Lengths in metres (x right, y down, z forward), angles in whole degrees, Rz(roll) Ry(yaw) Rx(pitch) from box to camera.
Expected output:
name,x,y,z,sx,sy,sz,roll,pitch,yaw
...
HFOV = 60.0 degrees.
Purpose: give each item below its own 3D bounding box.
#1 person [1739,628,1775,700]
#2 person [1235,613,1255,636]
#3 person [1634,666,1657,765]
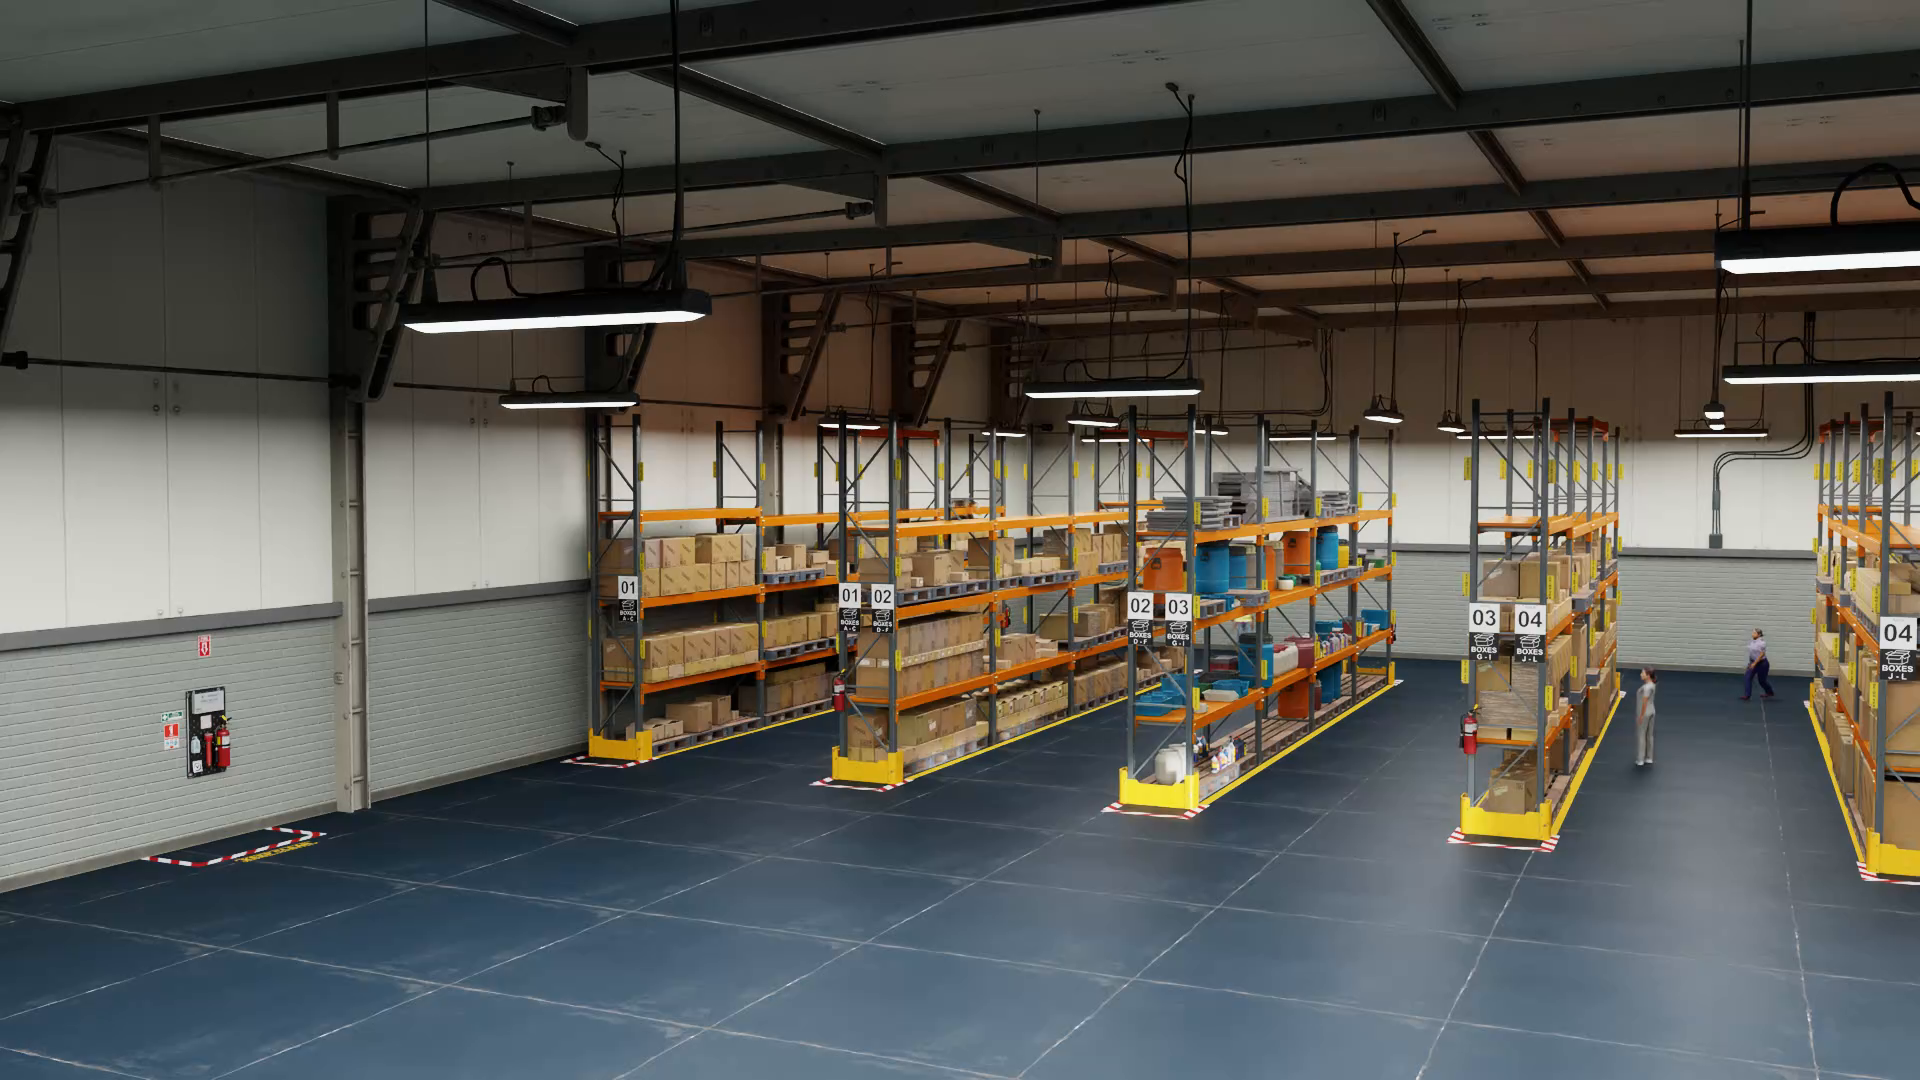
name,x,y,z,sx,sy,sz,roll,pitch,yaw
person,17.420,2.707,36.228,0.973,1.582,0.472,-1,3,-23
person,7.775,2.260,45.271,0.598,1.769,0.467,1,3,23
person,11.699,2.997,28.446,0.444,1.677,0.421,-2,3,-39
